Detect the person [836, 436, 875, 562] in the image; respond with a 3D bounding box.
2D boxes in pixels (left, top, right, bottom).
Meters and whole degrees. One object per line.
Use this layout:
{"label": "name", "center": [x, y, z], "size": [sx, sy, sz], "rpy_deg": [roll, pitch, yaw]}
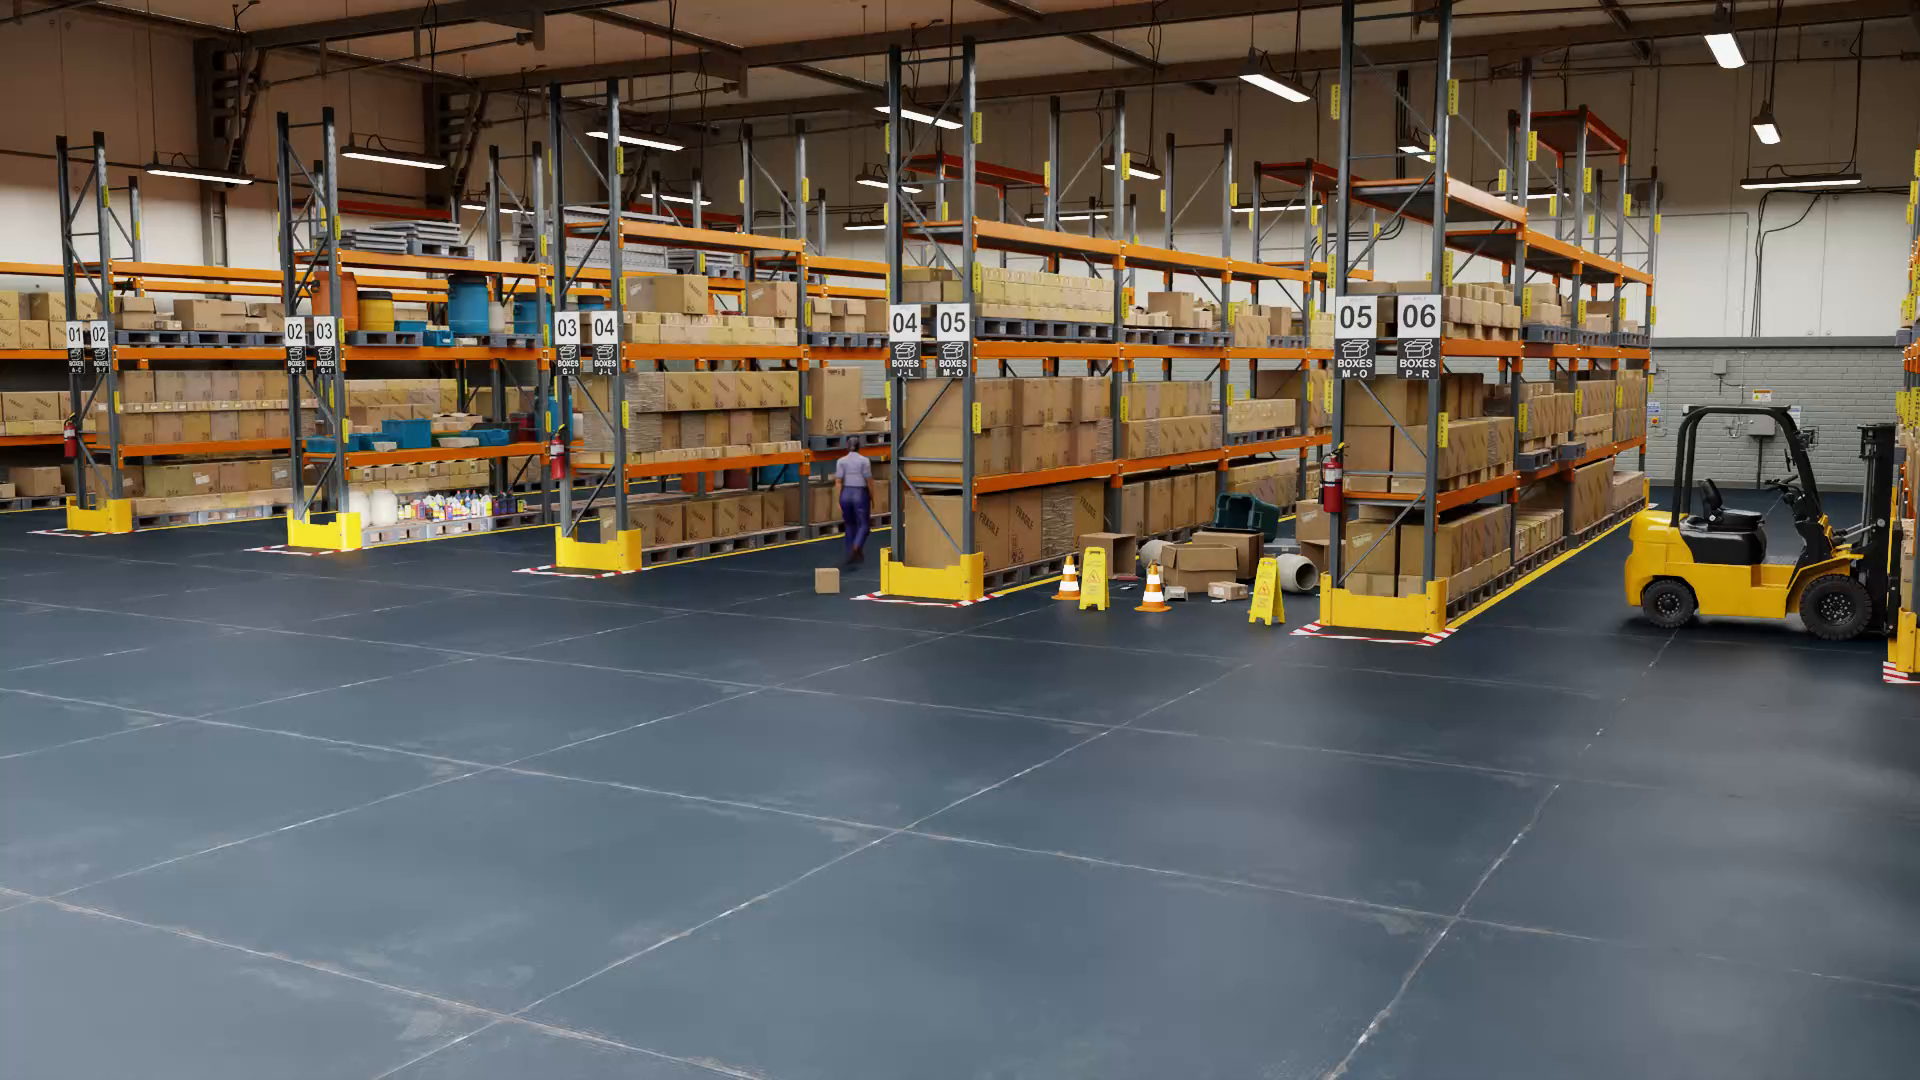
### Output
{"label": "person", "center": [-1.341, -0.507, 21.135], "size": [0.474, 1.617, 0.853], "rpy_deg": [1, 6, 11]}
